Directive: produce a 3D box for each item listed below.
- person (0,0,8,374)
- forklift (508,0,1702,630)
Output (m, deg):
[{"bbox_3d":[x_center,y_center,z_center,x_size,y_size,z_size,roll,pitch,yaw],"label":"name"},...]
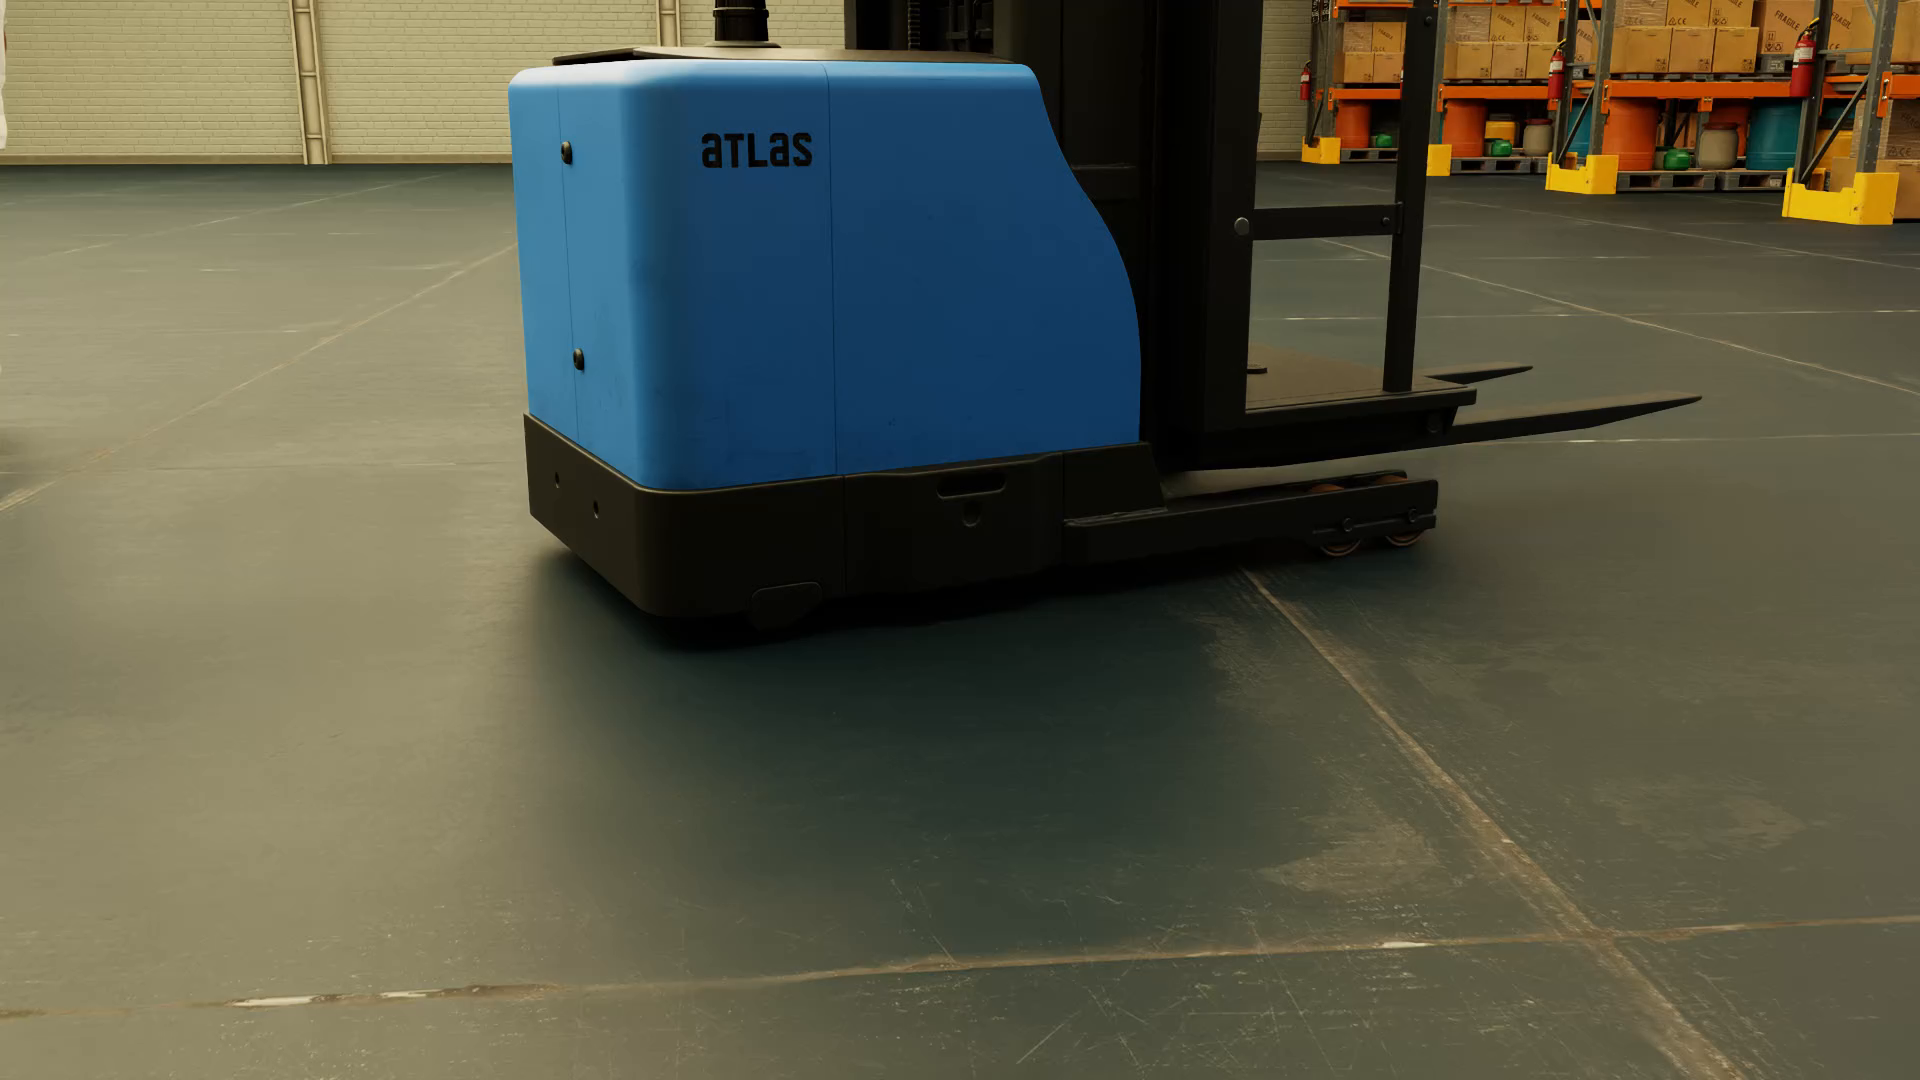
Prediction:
[{"bbox_3d":[-3.085,-1.174,4.865,0.577,1.781,0.656,-1,15,-3],"label":"person"},{"bbox_3d":[0.538,-1.490,3.837,3.031,2.935,1.130,-8,17,-27],"label":"forklift"}]
